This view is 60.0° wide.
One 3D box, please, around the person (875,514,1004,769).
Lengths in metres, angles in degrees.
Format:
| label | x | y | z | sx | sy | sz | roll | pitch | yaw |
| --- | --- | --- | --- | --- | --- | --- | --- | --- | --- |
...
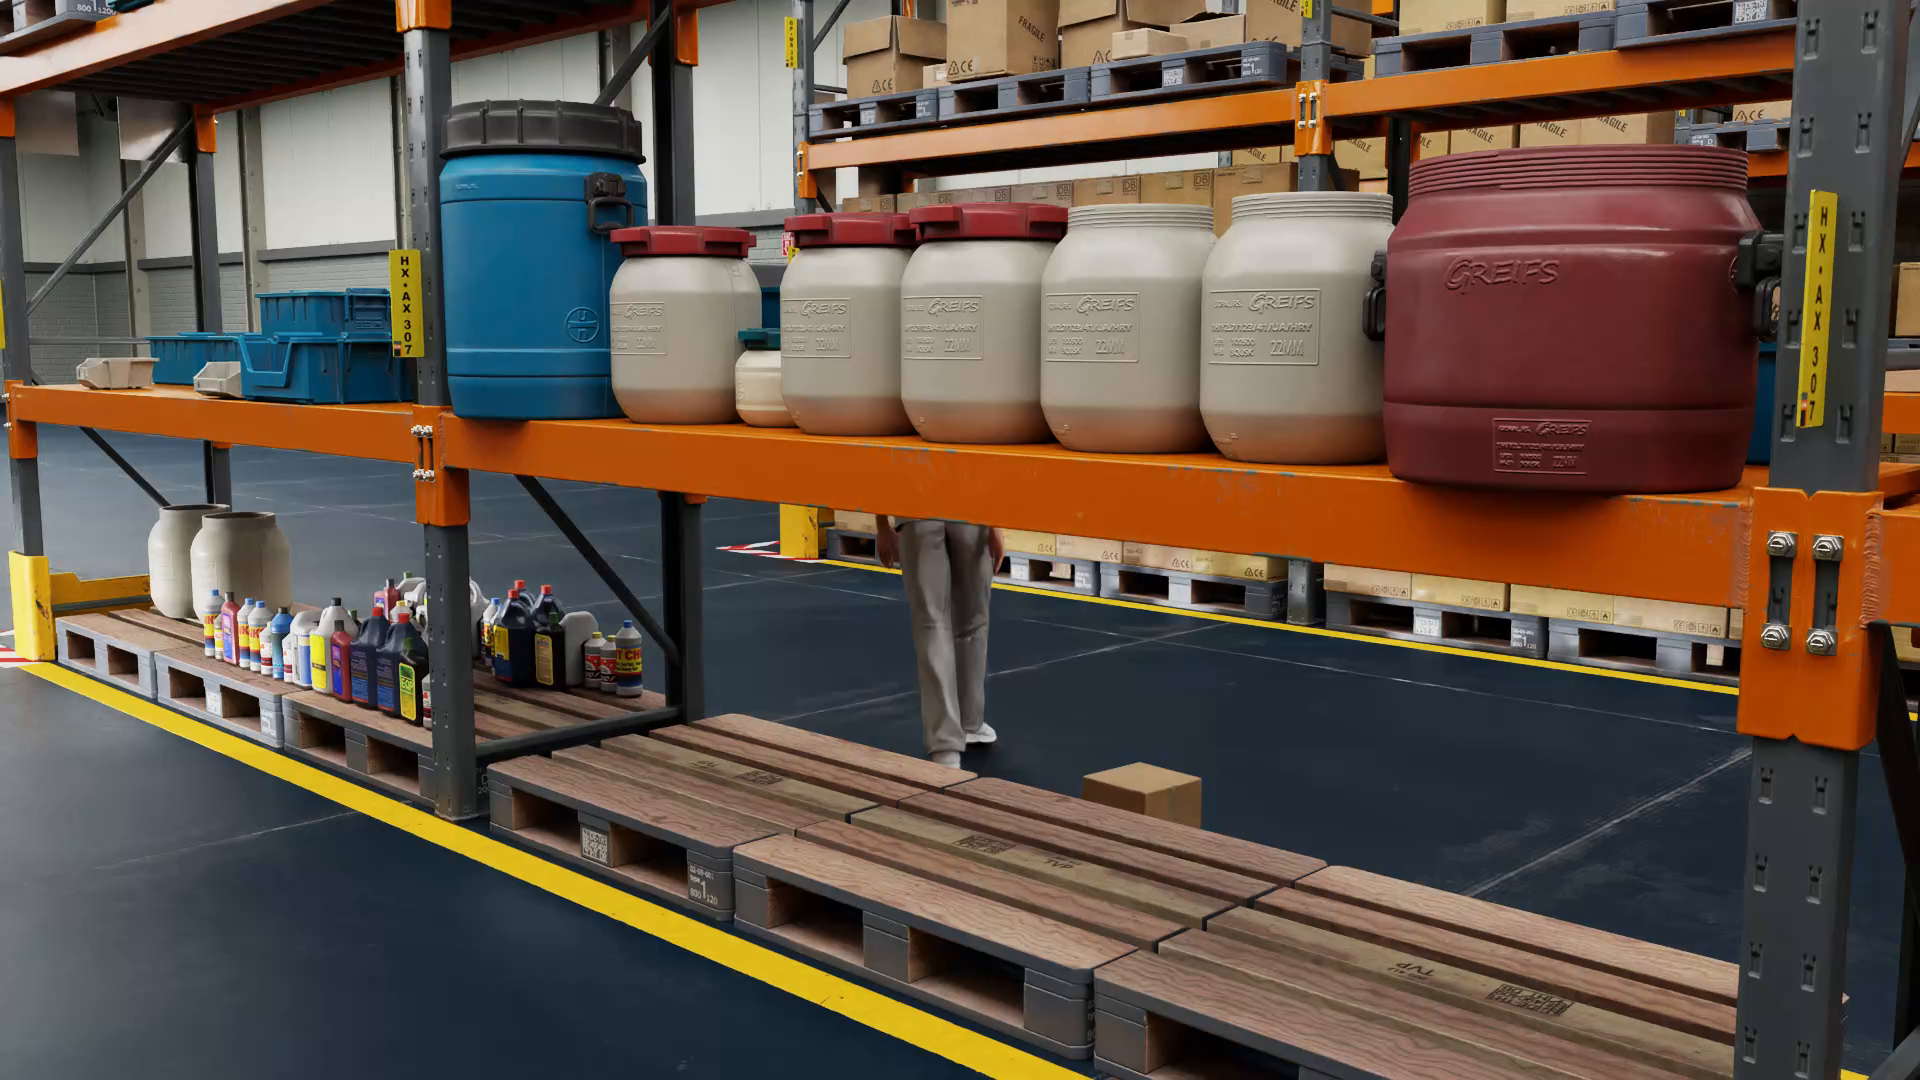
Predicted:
| label | x | y | z | sx | sy | sz | roll | pitch | yaw |
| --- | --- | --- | --- | --- | --- | --- | --- | --- | --- |
| person | -0.083 | -0.011 | 5.882 | 0.465 | 1.662 | 0.844 | 0 | 7 | -1 |
